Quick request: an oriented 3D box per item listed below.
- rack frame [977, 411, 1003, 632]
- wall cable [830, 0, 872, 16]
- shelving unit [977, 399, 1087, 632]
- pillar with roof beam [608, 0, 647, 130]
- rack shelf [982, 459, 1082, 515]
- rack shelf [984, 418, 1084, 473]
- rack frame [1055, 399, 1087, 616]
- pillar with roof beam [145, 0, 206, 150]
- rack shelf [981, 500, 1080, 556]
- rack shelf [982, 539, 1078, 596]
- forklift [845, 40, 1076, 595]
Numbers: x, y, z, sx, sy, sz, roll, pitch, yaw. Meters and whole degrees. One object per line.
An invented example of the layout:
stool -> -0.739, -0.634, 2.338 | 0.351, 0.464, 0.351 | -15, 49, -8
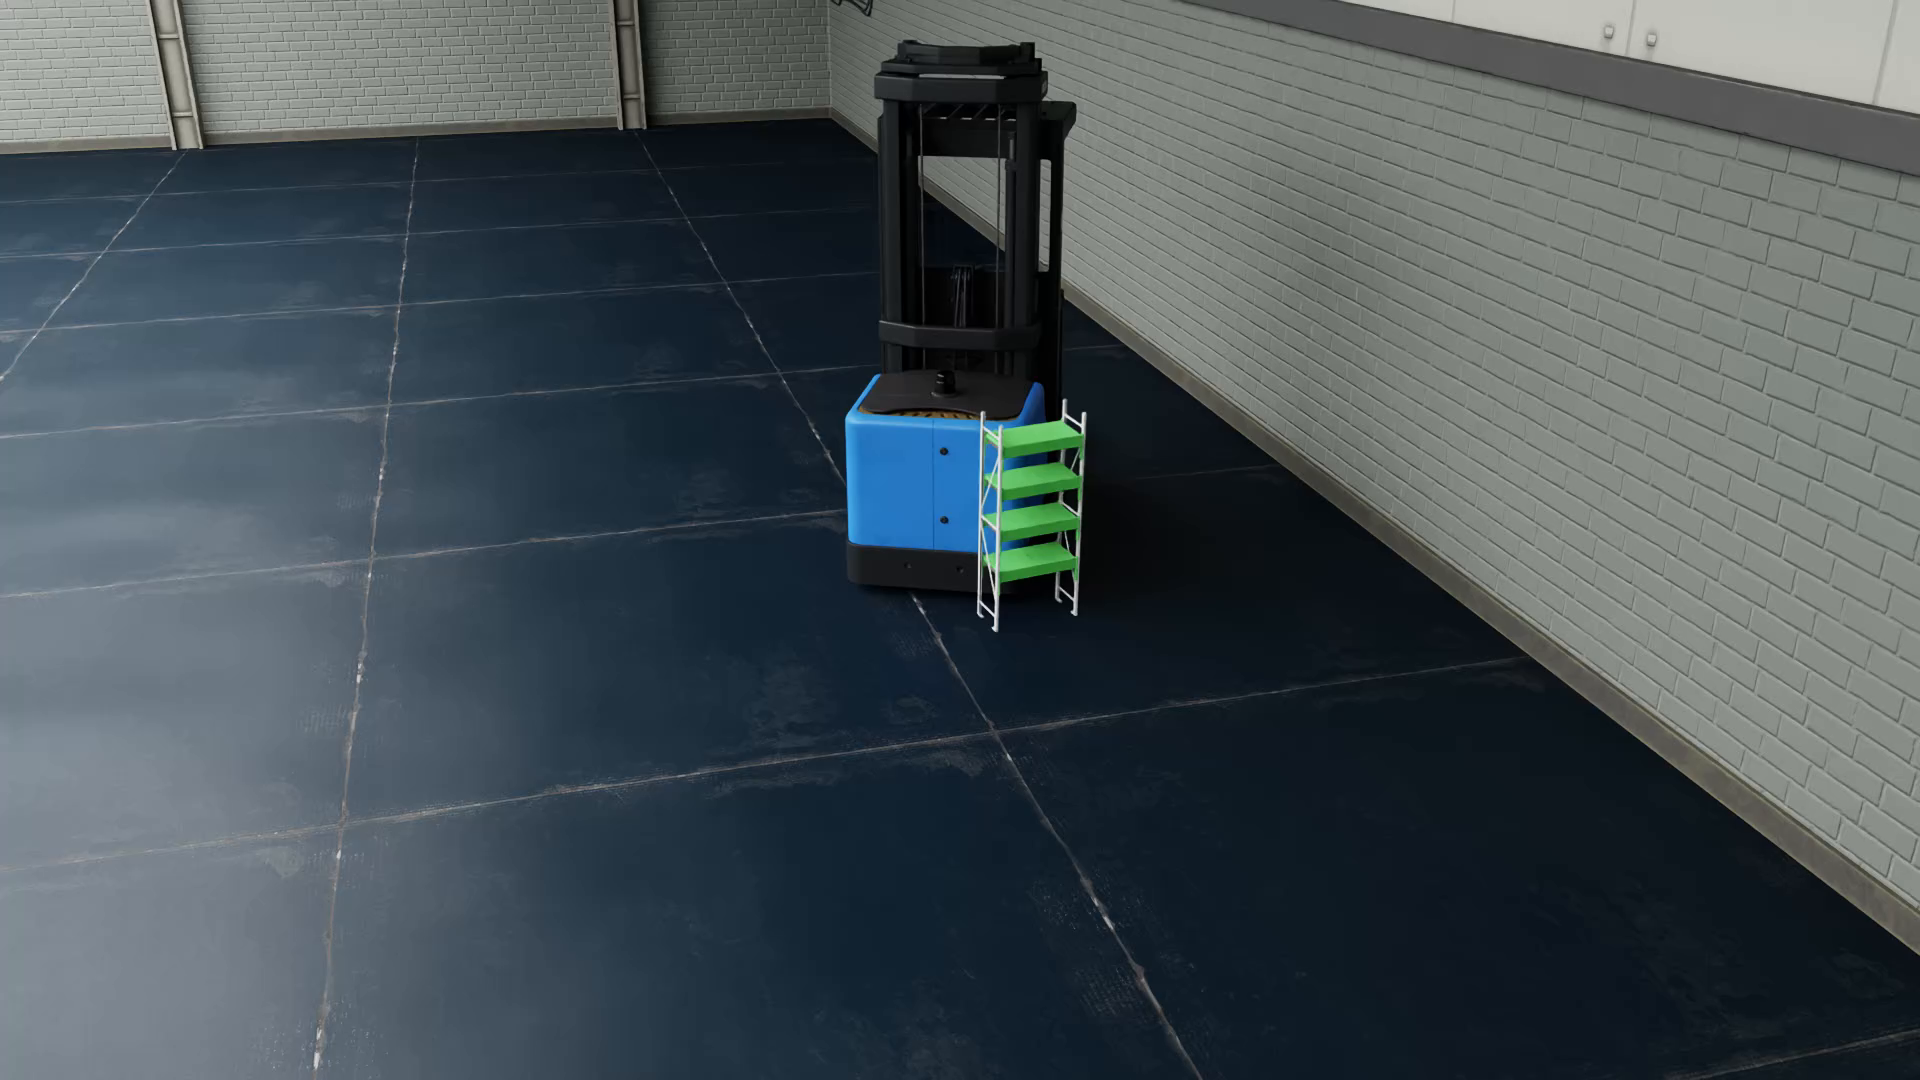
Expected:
rack frame -> 0.160, -0.088, 8.923 | 0.015, 1.200, 0.240 | -10, 27, -23
wall cable -> -1.591, -8.542, 22.683 | 0.112, 2.526, 3.097 | -6, 24, -14
shelving unit -> 0.382, -0.128, 9.017 | 0.503, 1.200, 0.258 | -10, 27, -23
pillar with roof beam -> -3.622, -8.523, 18.700 | 0.400, 9.000, 9.100 | -6, 24, -14
rack shelf -> 0.384, -0.288, 8.943 | 0.480, 0.148, 0.258 | -10, 27, -23
rack shelf -> 0.387, -0.506, 8.843 | 0.480, 0.148, 0.258 | -10, 27, -23
rack frame -> 0.604, -0.168, 9.110 | 0.015, 1.200, 0.240 | -10, 27, -23
pillar with roof beam -> -9.399, -7.884, 17.211 | 0.400, 9.000, 9.100 | -6, 24, -14
rack shelf -> 0.381, -0.070, 9.044 | 0.480, 0.148, 0.258 | -10, 27, -23
rack shelf -> 0.378, 0.148, 9.144 | 0.480, 0.148, 0.258 | -10, 27, -23
forklift -> 0.104, -1.589, 10.236 | 1.130, 2.935, 3.031 | 4, 24, 9
